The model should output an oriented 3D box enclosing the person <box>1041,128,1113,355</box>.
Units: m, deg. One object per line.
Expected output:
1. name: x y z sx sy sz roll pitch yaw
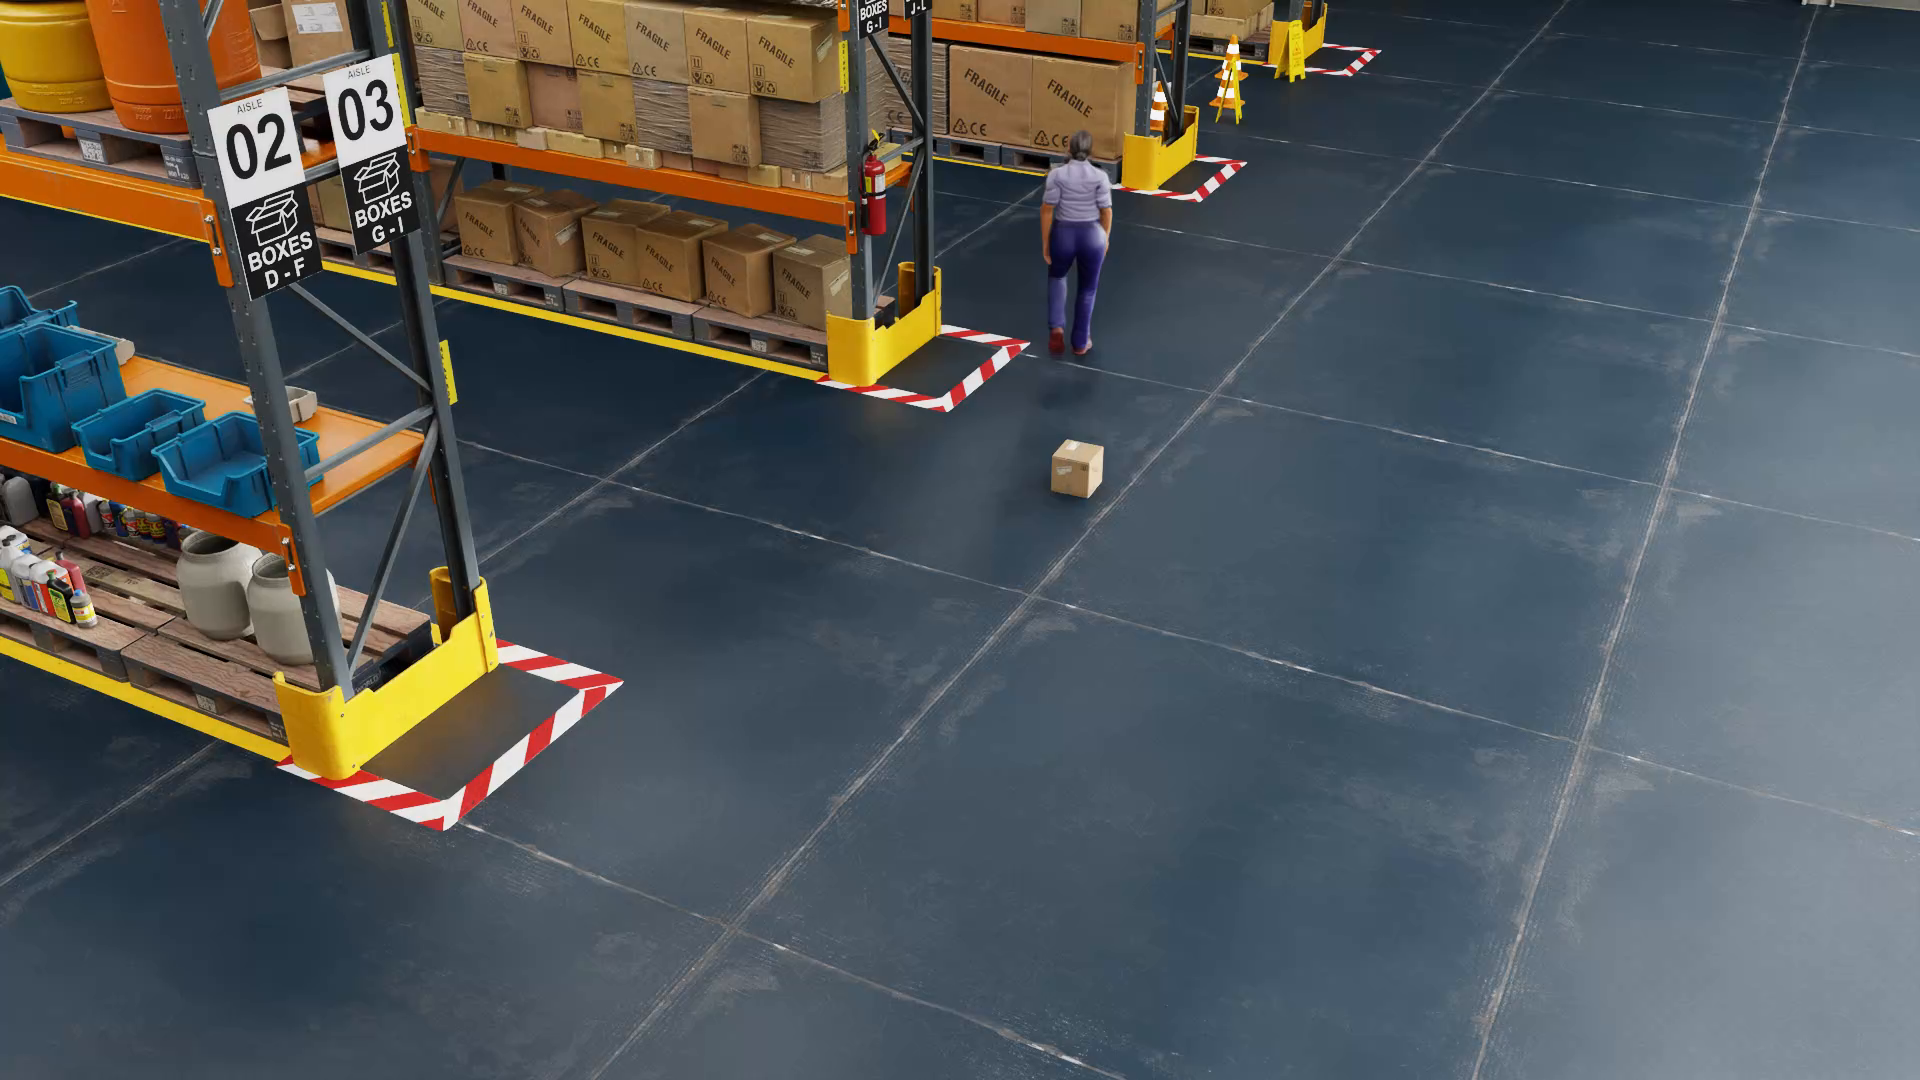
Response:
1. person: 0.841 -2.126 11.974 0.497 1.718 0.465 6 31 10
